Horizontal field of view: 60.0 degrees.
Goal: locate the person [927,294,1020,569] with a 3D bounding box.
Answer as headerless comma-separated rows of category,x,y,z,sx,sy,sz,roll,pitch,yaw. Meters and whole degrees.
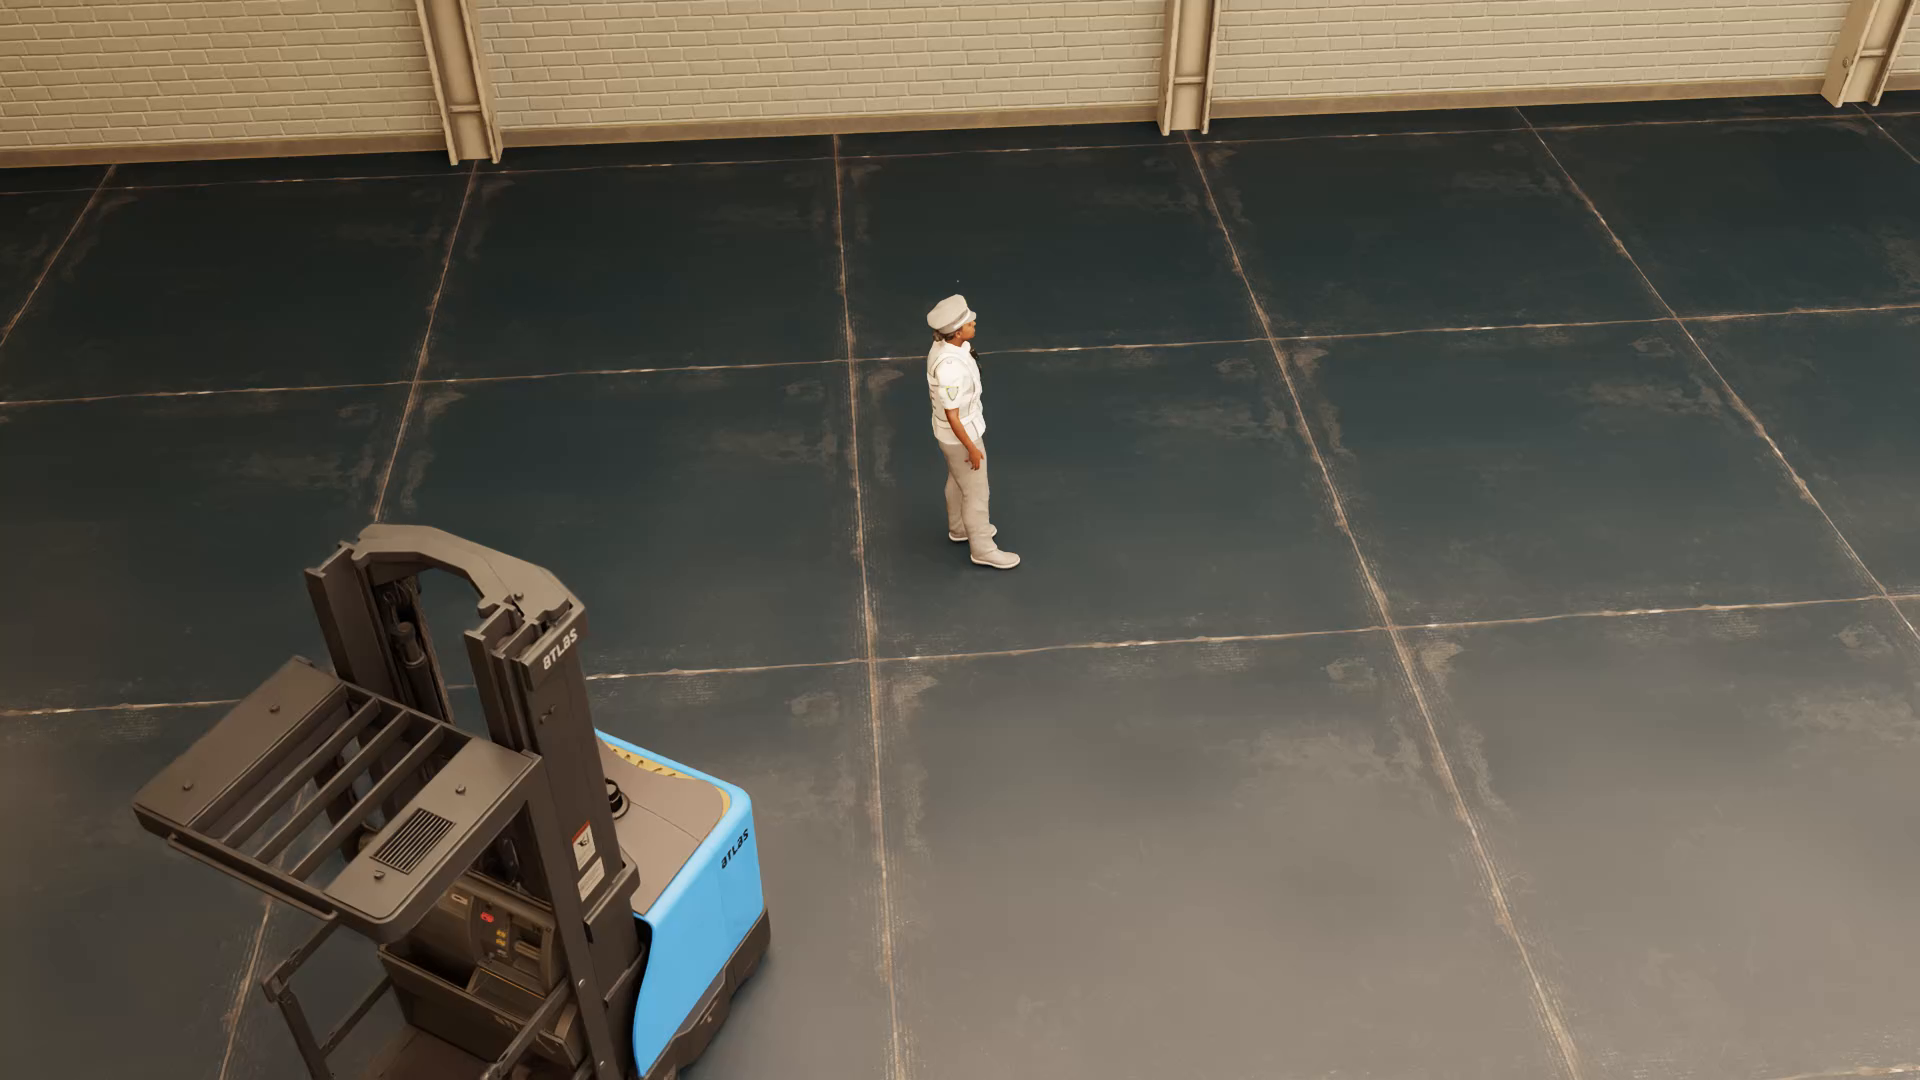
person,0.076,-0.641,9.627,0.530,1.695,0.569,-3,41,-4

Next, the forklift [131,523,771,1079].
forklift,-2.009,1.519,6.162,1.130,2.935,3.031,18,44,20
